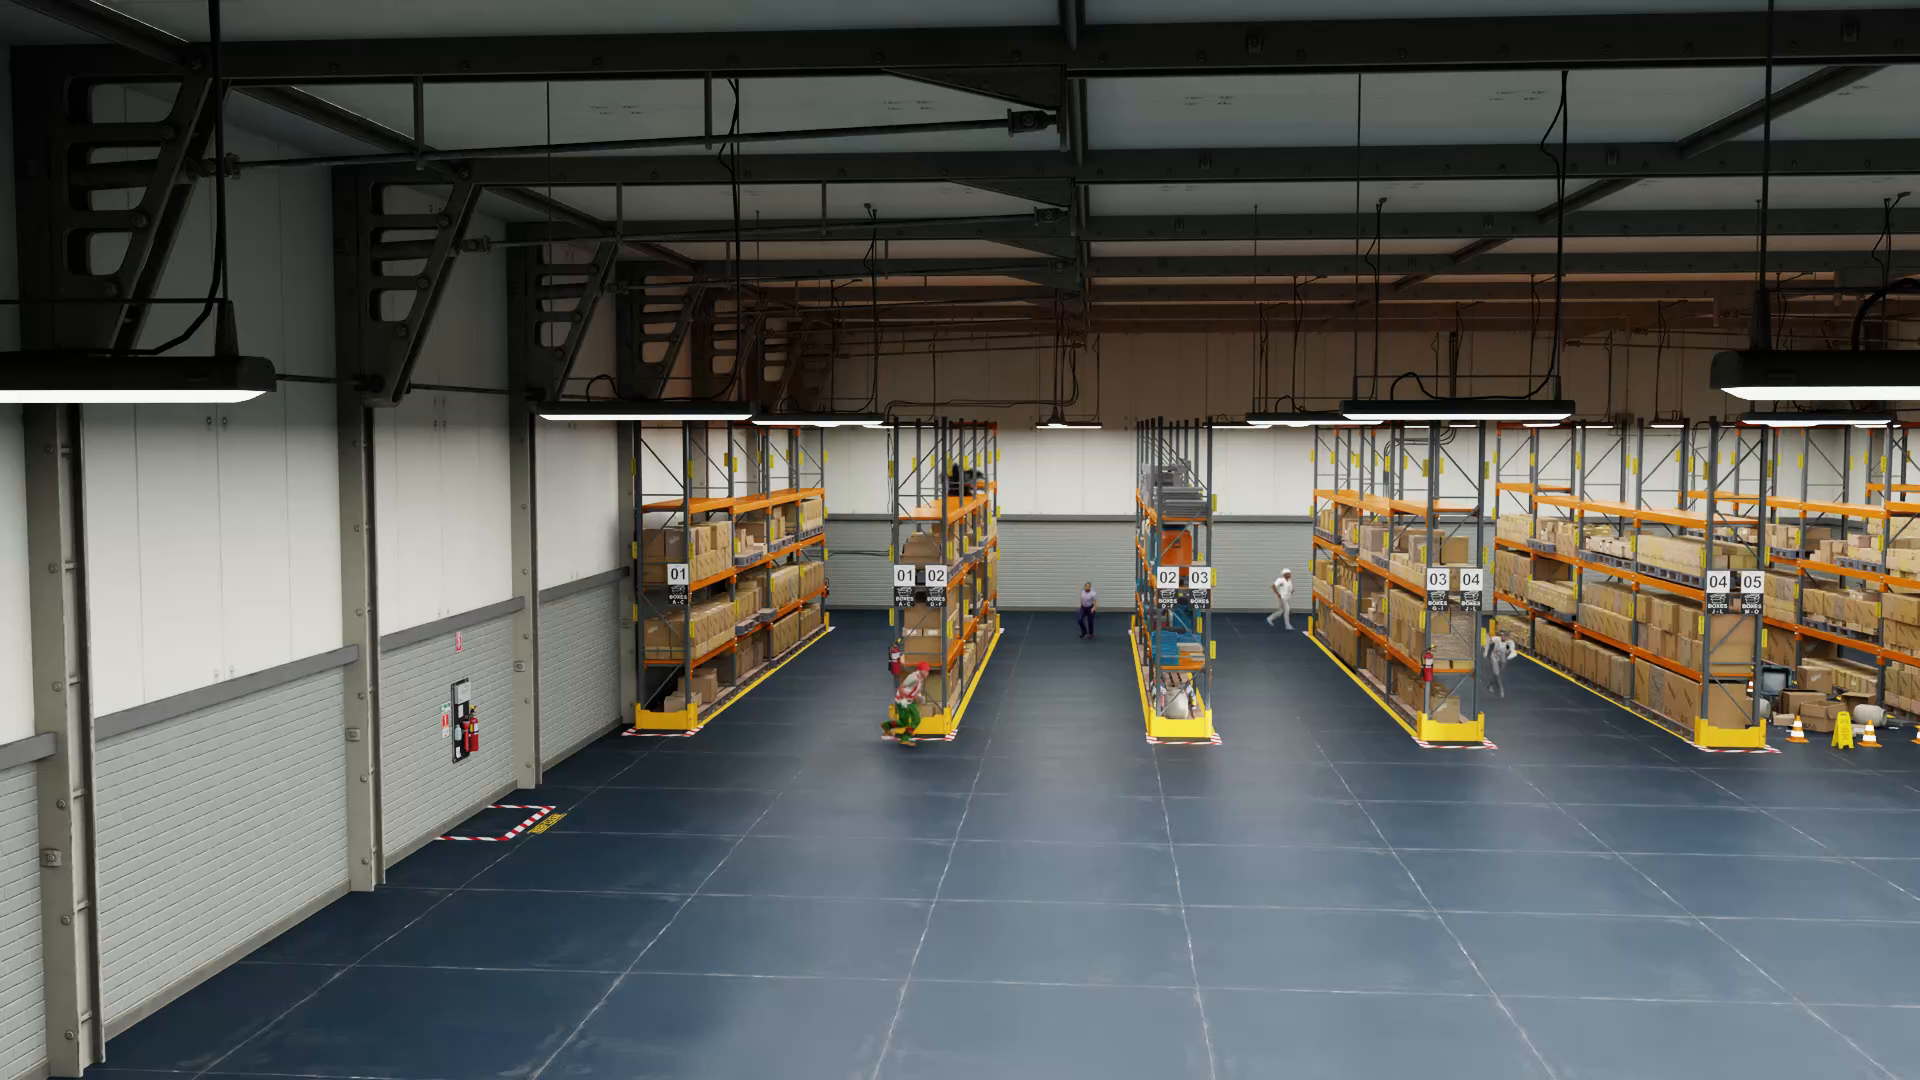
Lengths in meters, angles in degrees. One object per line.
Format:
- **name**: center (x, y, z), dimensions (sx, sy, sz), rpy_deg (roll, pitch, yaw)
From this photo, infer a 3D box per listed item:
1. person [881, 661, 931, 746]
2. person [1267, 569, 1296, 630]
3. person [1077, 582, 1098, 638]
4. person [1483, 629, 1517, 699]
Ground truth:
- **person**: center (-0.988, 2.973, 30.274), dimensions (1.057, 1.571, 0.670), rpy_deg (2, 4, 26)
- **person**: center (9.380, 1.698, 48.210), dimensions (0.976, 1.729, 0.714), rpy_deg (3, 5, 36)
- **person**: center (3.546, 1.926, 45.830), dimensions (0.557, 1.587, 0.723), rpy_deg (1, 4, 22)
- **person**: center (11.623, 2.621, 35.821), dimensions (0.607, 1.493, 1.034), rpy_deg (0, 4, 4)
